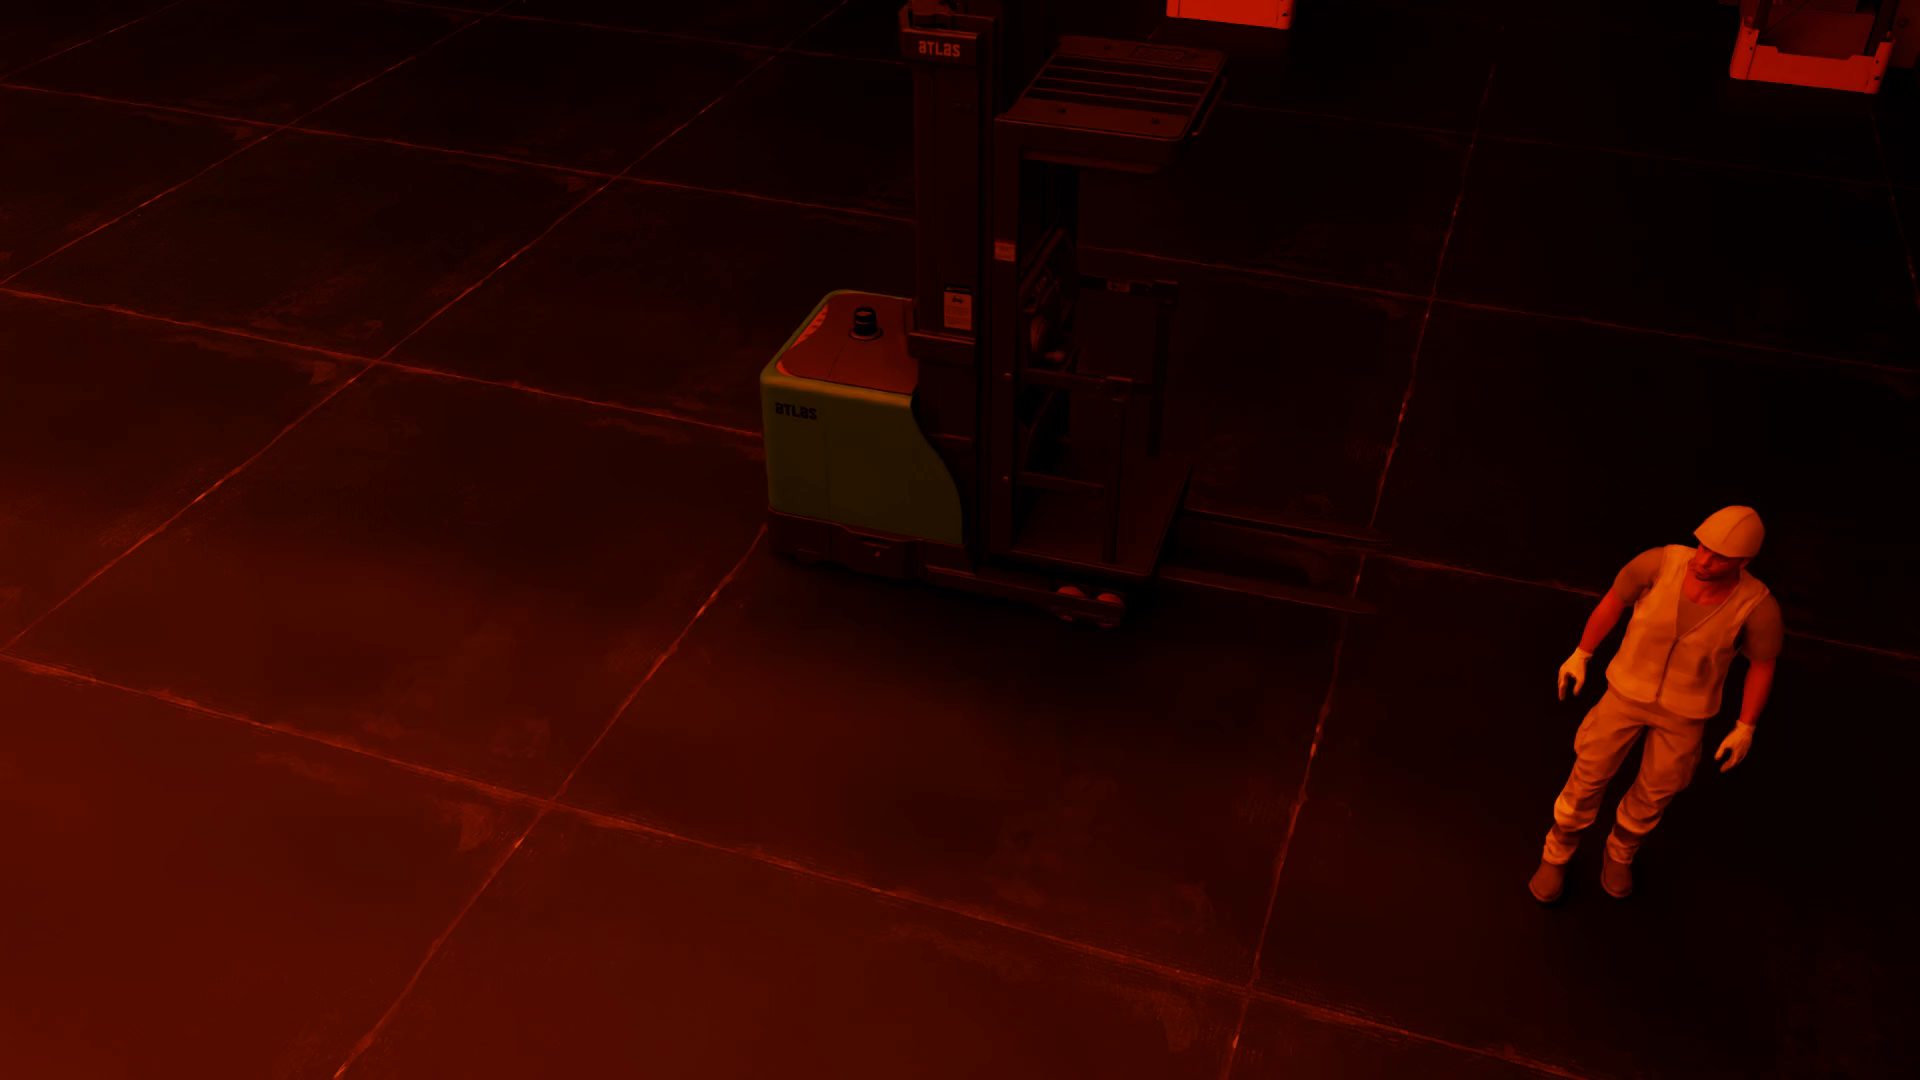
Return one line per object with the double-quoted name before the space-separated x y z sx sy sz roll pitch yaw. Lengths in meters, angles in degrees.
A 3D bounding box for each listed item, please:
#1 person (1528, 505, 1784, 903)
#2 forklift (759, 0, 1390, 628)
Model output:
"person" 2.578 0.641 6.195 0.713 1.790 0.533 18 39 24
"forklift" 0.598 -1.116 7.685 3.031 2.935 1.130 10 37 14
